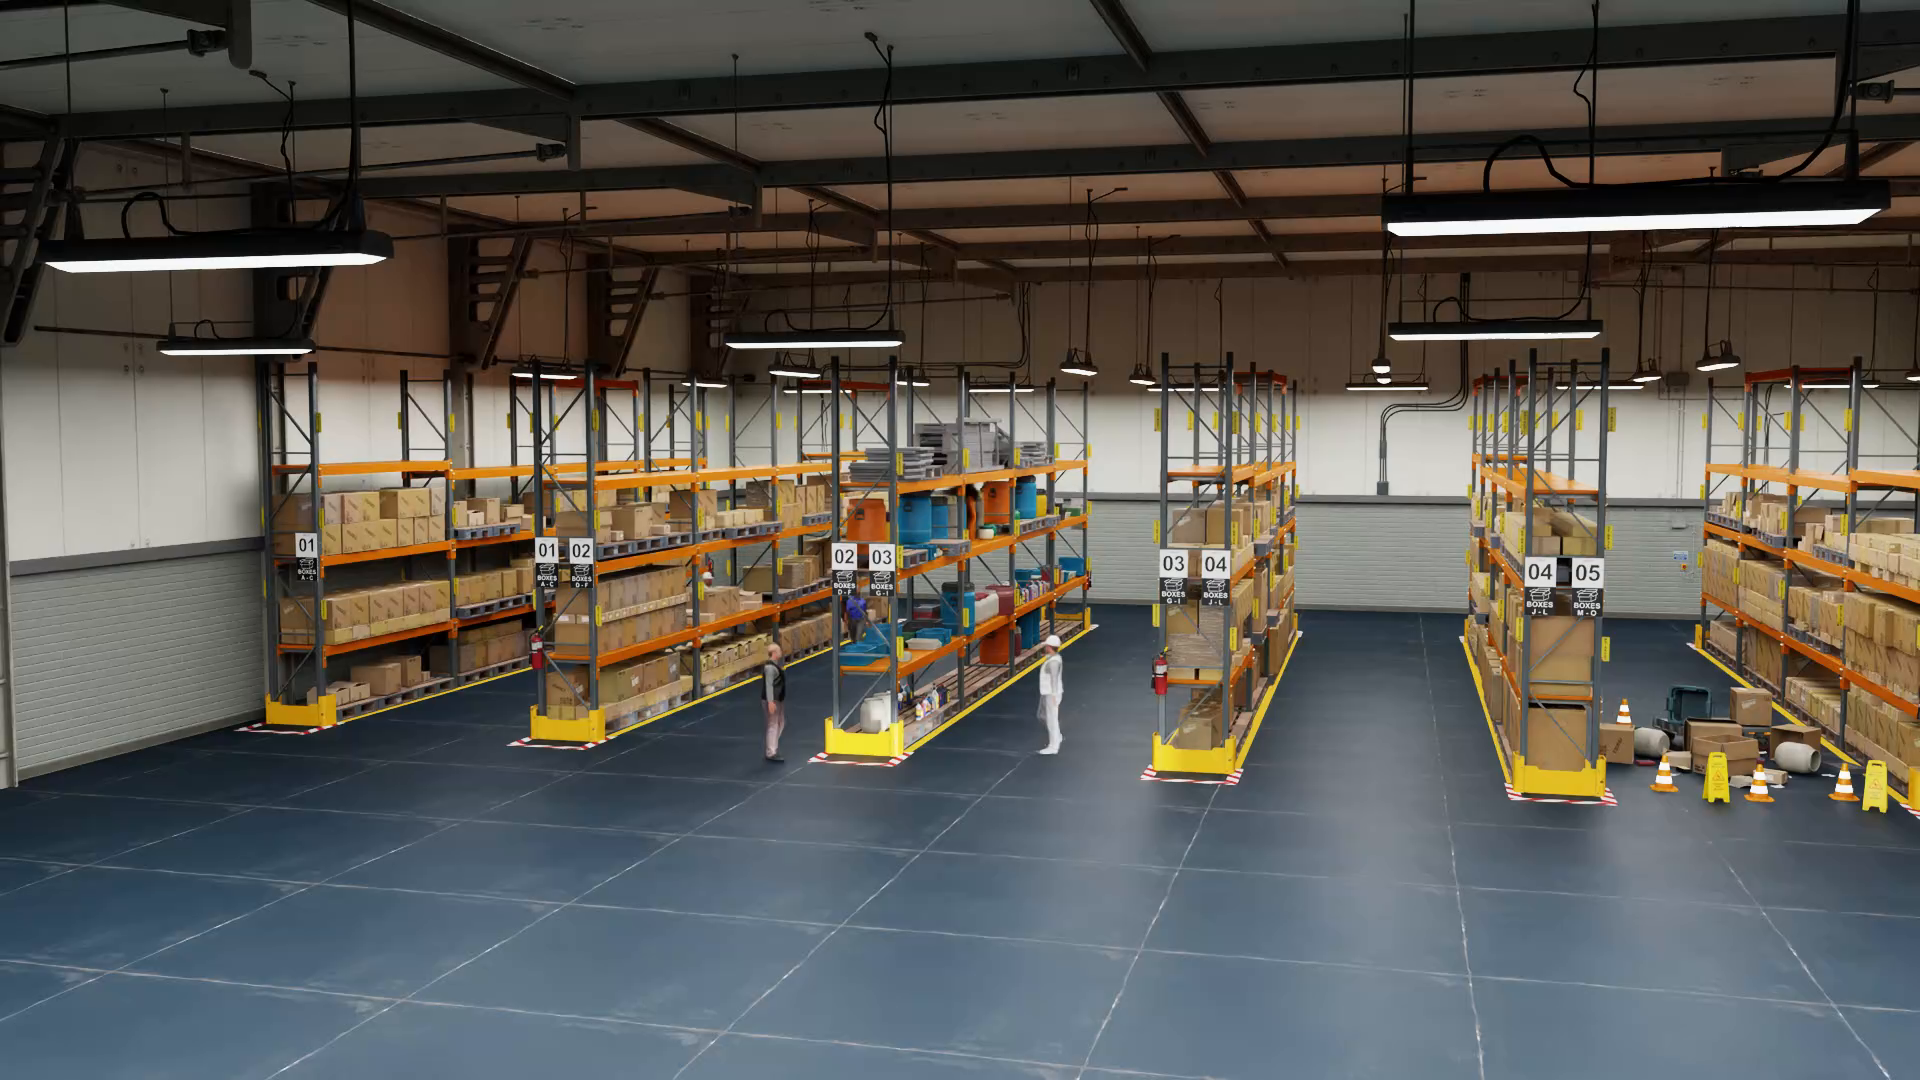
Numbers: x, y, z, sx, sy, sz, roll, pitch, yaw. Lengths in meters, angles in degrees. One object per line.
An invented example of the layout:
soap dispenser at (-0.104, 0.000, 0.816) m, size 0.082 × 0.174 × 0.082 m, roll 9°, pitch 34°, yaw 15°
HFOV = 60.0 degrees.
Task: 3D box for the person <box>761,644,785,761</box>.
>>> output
person at (-2.779, 2.431, 24.750) m, size 0.366 × 1.771 × 0.620 m, roll 0°, pitch 4°, yaw -1°

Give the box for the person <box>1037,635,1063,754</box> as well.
person at (1.382, 2.335, 25.232) m, size 0.415 × 1.793 × 0.573 m, roll 0°, pitch 4°, yaw -3°

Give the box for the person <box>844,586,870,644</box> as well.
person at (-2.130, 1.760, 34.525) m, size 0.473 × 1.614 × 0.927 m, roll 1°, pitch 4°, yaw 19°

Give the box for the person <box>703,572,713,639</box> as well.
person at (-5.385, 1.583, 35.805) m, size 0.467 × 1.782 × 0.630 m, roll 1°, pitch 4°, yaw 10°
